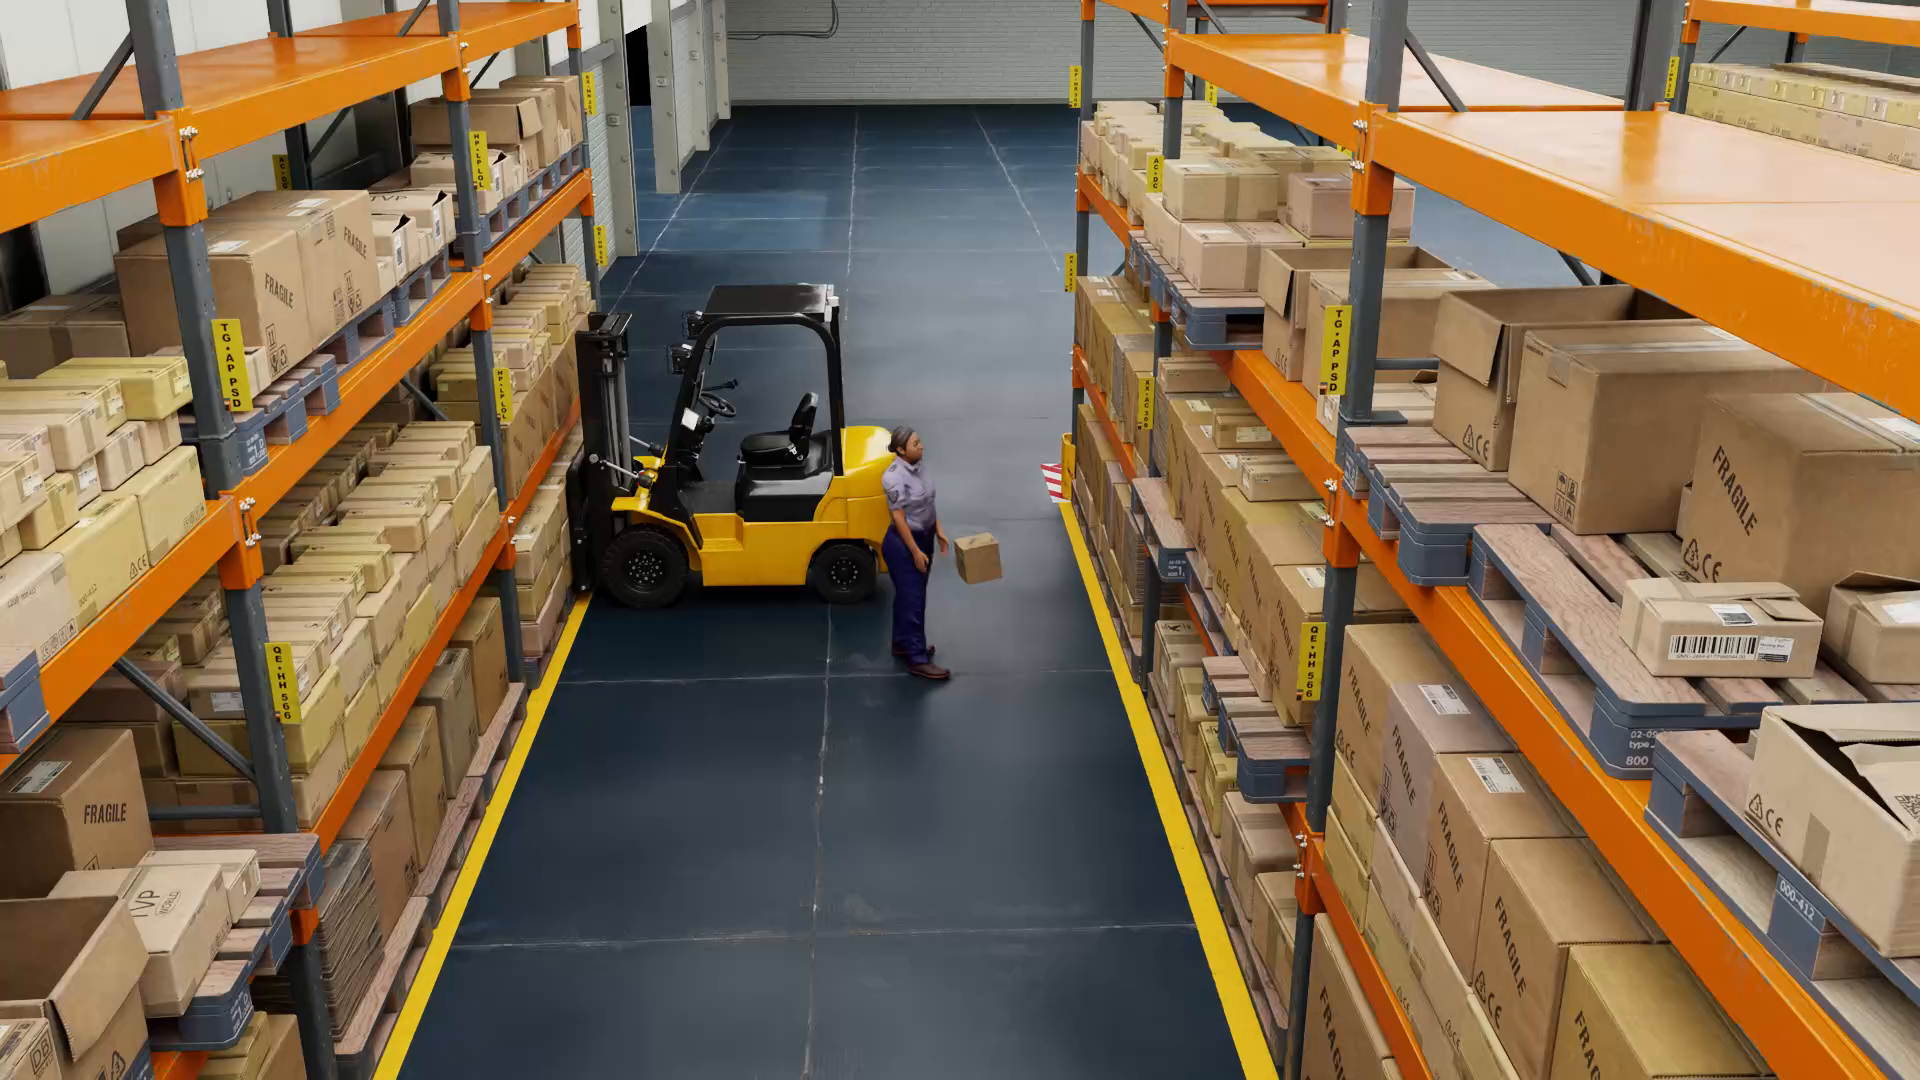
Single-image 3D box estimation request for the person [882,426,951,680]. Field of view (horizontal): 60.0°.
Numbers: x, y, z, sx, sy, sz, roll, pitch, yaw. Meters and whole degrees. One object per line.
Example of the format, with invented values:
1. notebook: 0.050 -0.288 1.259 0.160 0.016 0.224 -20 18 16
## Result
1. person: -0.243 0.054 10.938 0.519 1.642 0.526 7 22 18
